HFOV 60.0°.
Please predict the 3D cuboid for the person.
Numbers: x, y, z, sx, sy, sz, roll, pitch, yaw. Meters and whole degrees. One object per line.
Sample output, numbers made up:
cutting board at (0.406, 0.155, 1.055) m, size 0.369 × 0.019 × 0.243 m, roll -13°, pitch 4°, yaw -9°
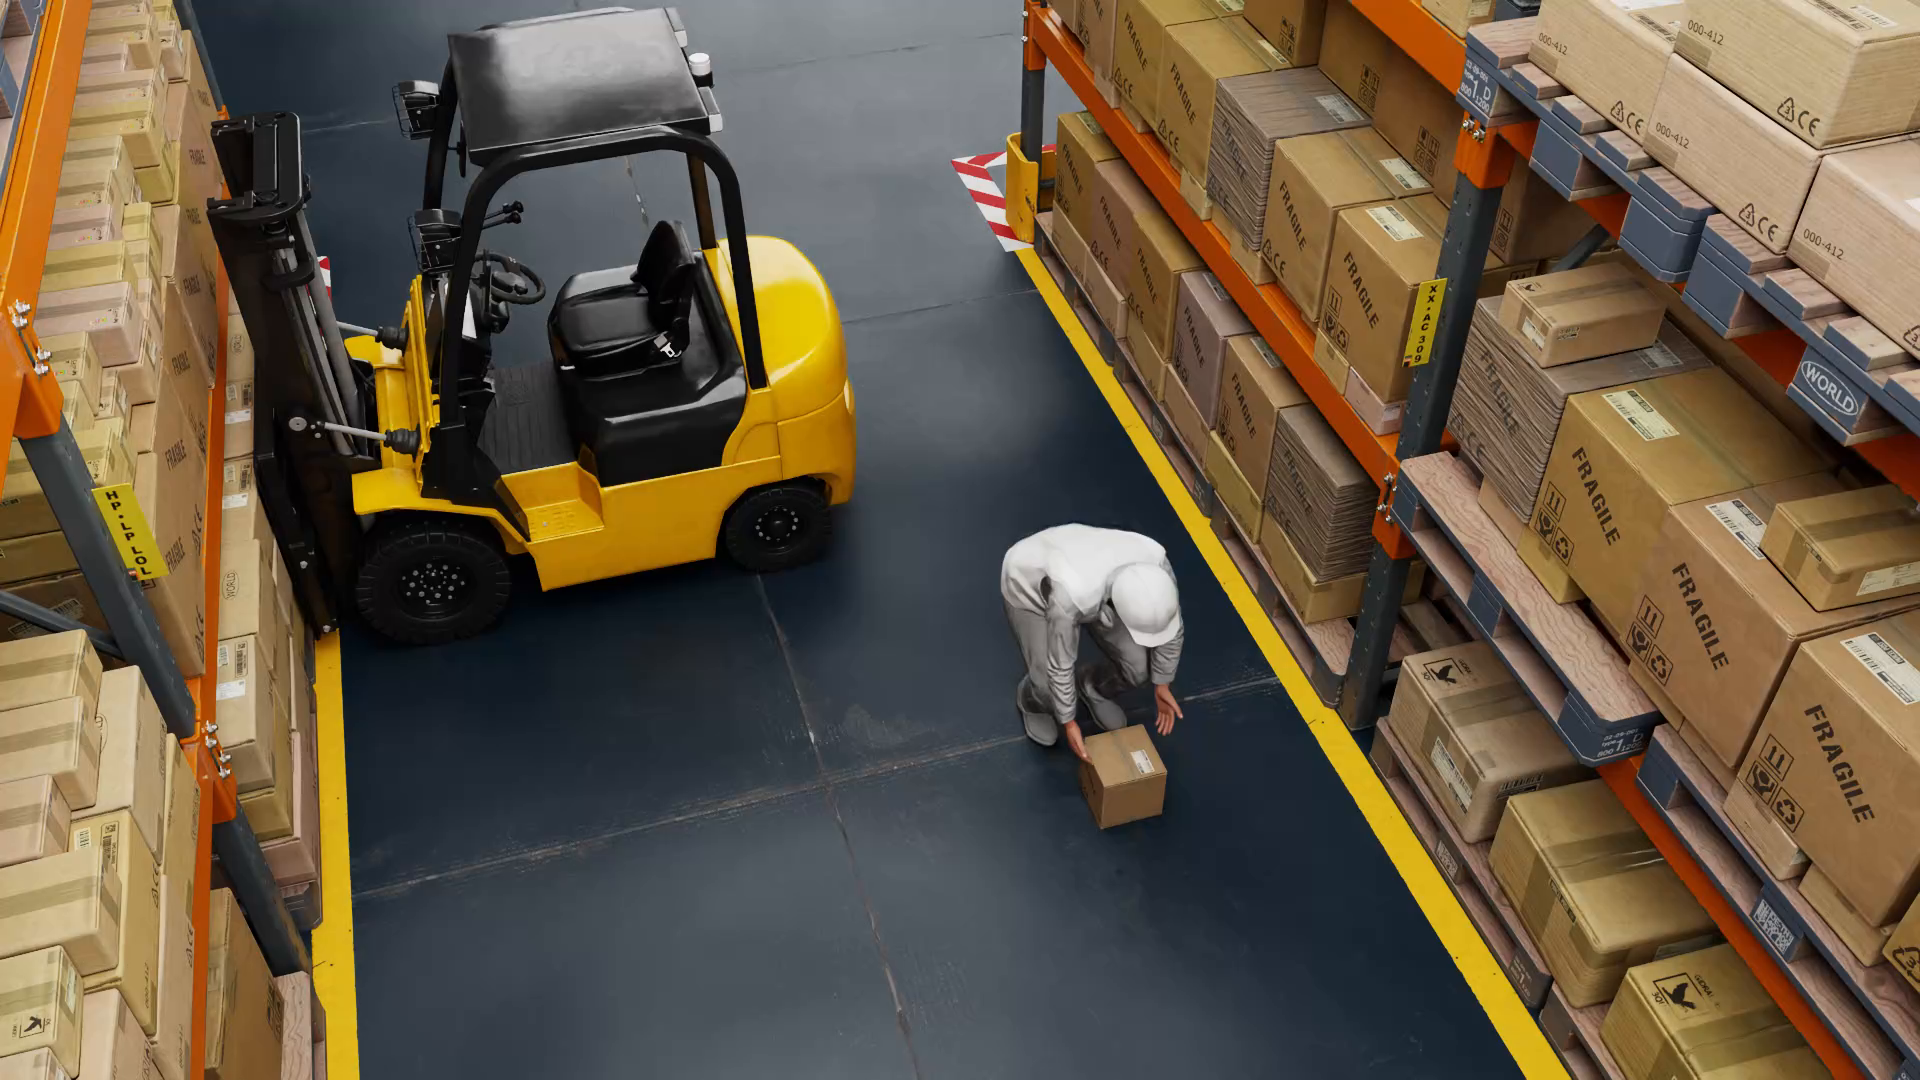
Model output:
person at (0.490, 0.340, 6.249) m, size 0.512 × 1.126 × 0.875 m, roll -14°, pitch 44°, yaw -15°
